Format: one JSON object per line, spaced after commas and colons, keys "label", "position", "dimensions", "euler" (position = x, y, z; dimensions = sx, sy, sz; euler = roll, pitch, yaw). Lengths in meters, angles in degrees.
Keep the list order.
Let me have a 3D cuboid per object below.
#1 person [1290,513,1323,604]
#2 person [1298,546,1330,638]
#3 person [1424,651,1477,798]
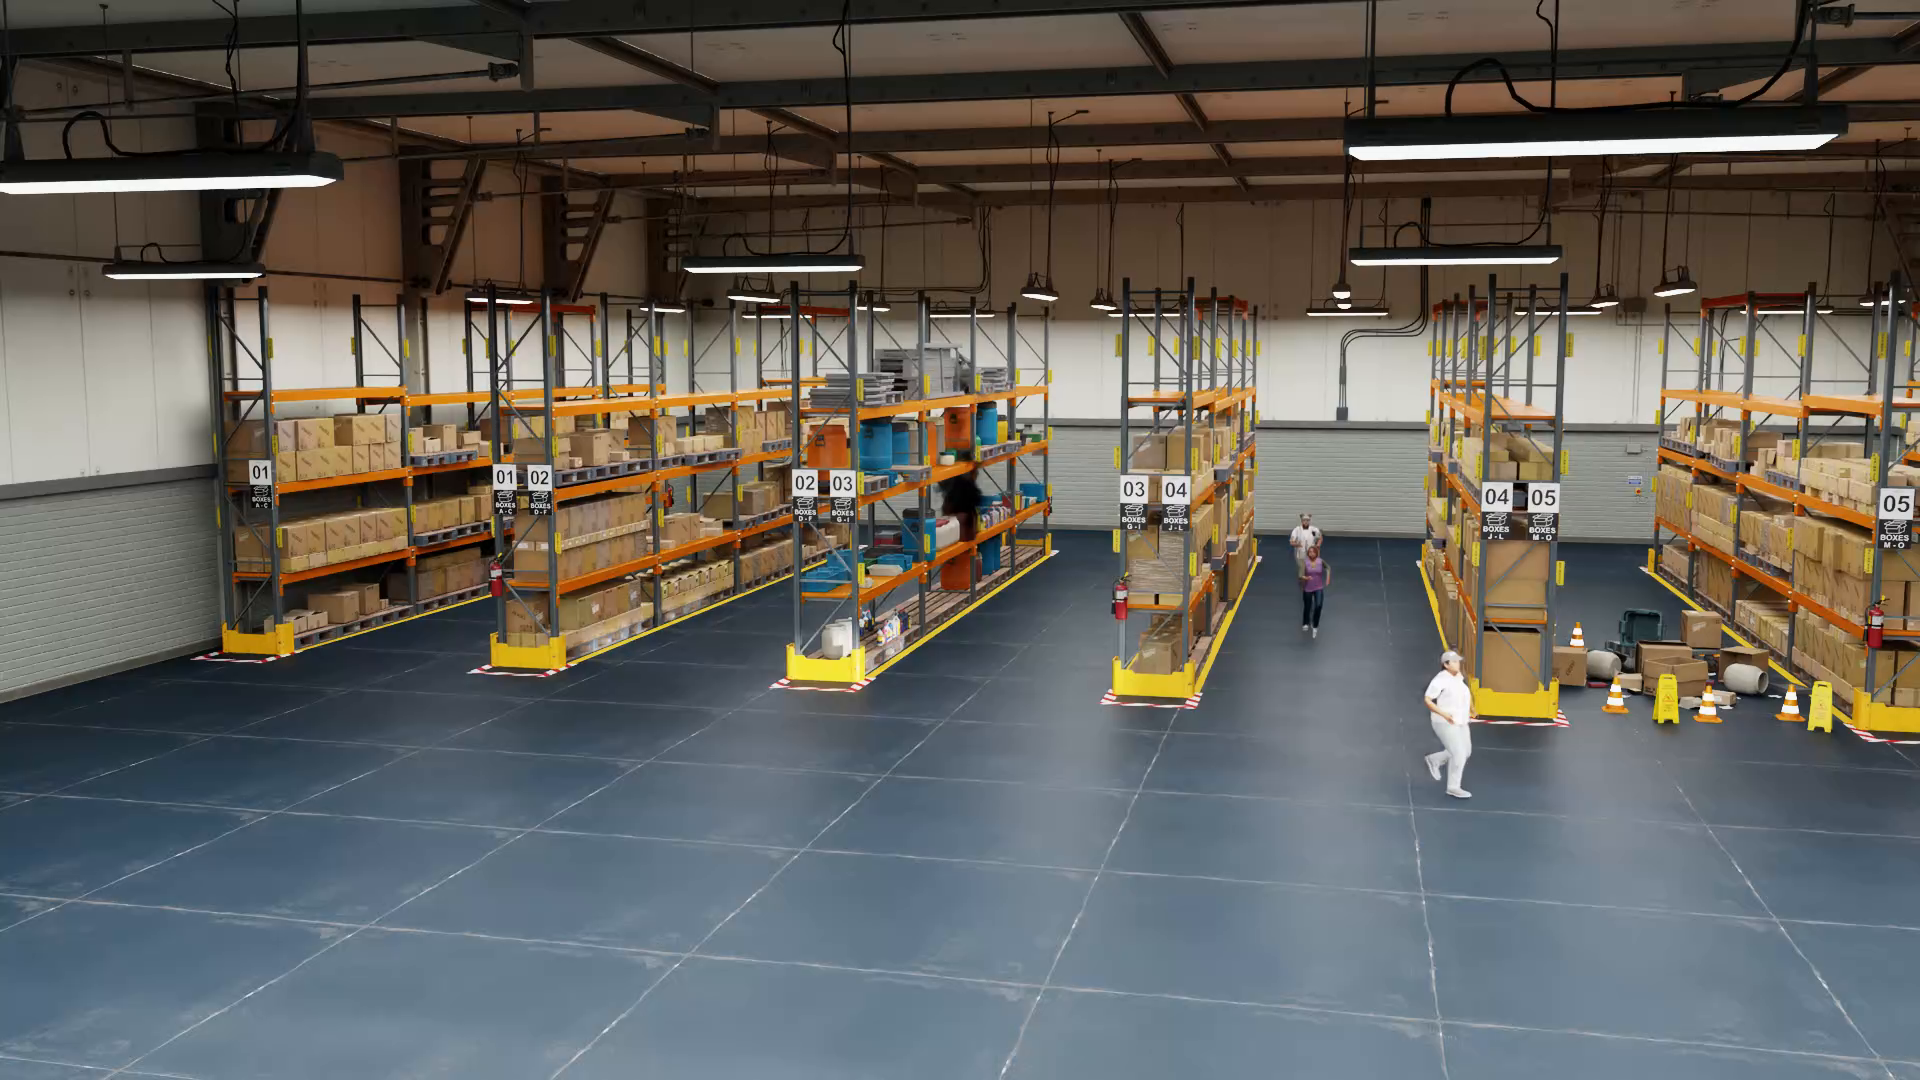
{"label": "person", "position": [6.828, 0.371, 32.852], "dimensions": [0.638, 1.839, 0.767], "euler": [1, 7, 12]}
{"label": "person", "position": [6.153, 0.934, 28.927], "dimensions": [0.546, 1.506, 0.815], "euler": [1, 7, 10]}
{"label": "person", "position": [5.516, 2.053, 18.735], "dimensions": [0.613, 1.621, 0.632], "euler": [-5, 8, -38]}
